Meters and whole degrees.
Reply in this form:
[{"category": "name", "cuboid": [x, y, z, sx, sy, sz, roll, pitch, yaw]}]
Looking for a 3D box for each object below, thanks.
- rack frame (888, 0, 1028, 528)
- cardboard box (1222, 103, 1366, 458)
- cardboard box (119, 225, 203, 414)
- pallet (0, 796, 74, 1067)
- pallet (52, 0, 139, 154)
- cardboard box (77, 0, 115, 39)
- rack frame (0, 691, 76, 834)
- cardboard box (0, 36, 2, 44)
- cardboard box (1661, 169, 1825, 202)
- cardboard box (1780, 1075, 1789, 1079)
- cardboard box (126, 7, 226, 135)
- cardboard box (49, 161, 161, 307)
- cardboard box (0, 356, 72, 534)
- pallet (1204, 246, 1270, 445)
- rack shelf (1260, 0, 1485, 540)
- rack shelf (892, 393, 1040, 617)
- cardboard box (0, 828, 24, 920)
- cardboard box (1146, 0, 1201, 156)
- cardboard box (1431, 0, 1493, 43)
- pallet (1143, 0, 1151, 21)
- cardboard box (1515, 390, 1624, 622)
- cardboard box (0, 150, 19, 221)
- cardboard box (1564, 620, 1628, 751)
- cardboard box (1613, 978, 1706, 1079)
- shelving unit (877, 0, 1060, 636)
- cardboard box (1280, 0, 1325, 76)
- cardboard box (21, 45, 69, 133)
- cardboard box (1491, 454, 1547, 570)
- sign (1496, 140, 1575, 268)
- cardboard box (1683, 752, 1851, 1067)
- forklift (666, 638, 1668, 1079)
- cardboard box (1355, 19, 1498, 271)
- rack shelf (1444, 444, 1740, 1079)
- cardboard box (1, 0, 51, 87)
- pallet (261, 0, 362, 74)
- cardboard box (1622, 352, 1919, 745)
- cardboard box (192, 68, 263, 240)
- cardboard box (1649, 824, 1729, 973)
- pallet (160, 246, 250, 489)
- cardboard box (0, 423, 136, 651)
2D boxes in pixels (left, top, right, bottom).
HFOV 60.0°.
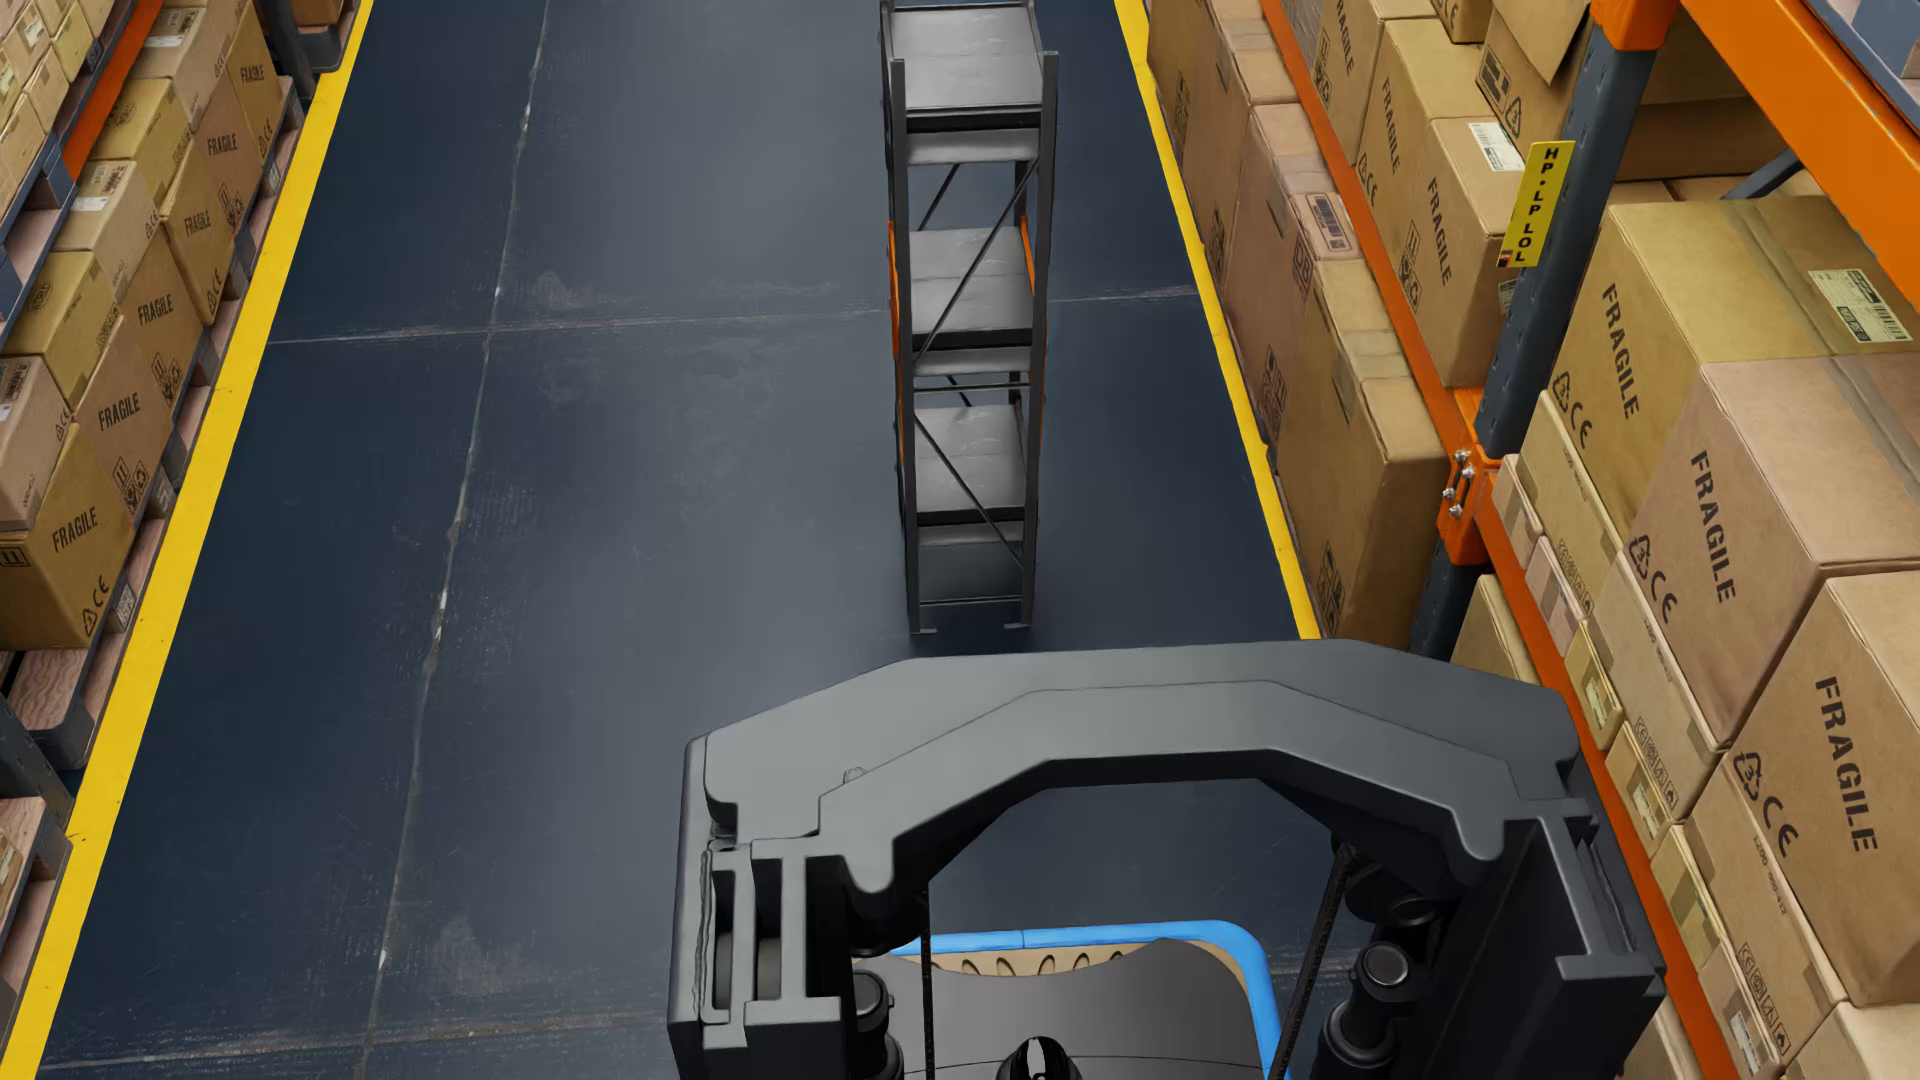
[{"category": "rack frame", "cuboid": [-0.007, -0.779, 5.041, 0.400, 2.100, 0.015, -3, 47, -3]}, {"category": "cardboard box", "cuboid": [1.649, -0.920, 5.730, 1.225, 0.875, 0.875, -5, 47, -5]}, {"category": "cardboard box", "cuboid": [-3.054, -0.766, 5.842, 0.500, 0.500, 0.500, -3, 47, -3]}, {"category": "pallet", "cuboid": [-3.062, 1.273, 4.399, 1.003, 0.211, 1.213, -3, 47, -3]}, {"category": "pallet", "cuboid": [-3.281, -1.568, 5.301, 1.003, 0.211, 1.213, -3, 47, -3]}, {"category": "cardboard box", "cuboid": [-2.860, -1.668, 5.147, 0.380, 0.149, 0.250, -5, 47, -5]}, {"category": "rack frame", "cuboid": [-3.153, -0.170, 3.845, 1.000, 3.000, 0.127, -3, 47, -3]}, {"category": "cardboard box", "cuboid": [-2.794, -1.313, 4.402, 0.380, 0.149, 0.250, -4, 47, -4]}, {"category": "cardboard box", "cuboid": [2.009, -0.780, 4.354, 0.500, 0.500, 0.500, -3, 47, -3]}, {"category": "cardboard box", "cuboid": [1.623, 1.050, 2.862, 0.380, 0.149, 0.250, -5, 47, -4]}, {"category": "cardboard box", "cuboid": [-3.116, -1.763, 6.270, 0.500, 0.250, 0.500, -3, 47, -3]}, {"category": "cardboard box", "cuboid": [-3.037, -1.018, 5.564, 0.500, 0.250, 0.500, -2, 47, -2]}, {"category": "cardboard box", "cuboid": [-2.952, -0.263, 4.849, 0.500, 0.250, 0.500, -5, 47, -5]}, {"category": "pallet", "cuboid": [1.553, -0.878, 6.436, 1.003, 0.211, 1.213, -3, 47, -3]}, {"category": "rack shelf", "cuboid": [1.631, -1.598, 5.693, 1.077, 0.370, 4.000, -3, 47, -3]}, {"category": "rack shelf", "cuboid": [0.014, -0.112, 5.392, 0.431, 0.518, 0.480, -3, 47, -3]}, {"category": "cardboard box", "cuboid": [-2.781, 0.929, 4.478, 0.380, 0.149, 0.250, -3, 47, -3]}, {"category": "cardboard box", "cuboid": [1.500, -2.205, 6.947, 1.225, 0.875, 0.875, -5, 47, -5]}, {"category": "cardboard box", "cuboid": [1.690, -1.736, 4.569, 0.797, 0.503, 0.637, -3, 47, -3]}, {"category": "pallet", "cuboid": [1.399, -2.899, 8.350, 1.003, 0.211, 1.213, -3, 47, -3]}, {"category": "cardboard box", "cuboid": [1.576, -0.093, 3.670, 0.500, 0.250, 0.500, -4, 47, -4]}, {"category": "cardboard box", "cuboid": [-2.774, -0.922, 4.441, 0.380, 0.149, 0.250, -3, 47, -3]}, {"category": "cardboard box", "cuboid": [1.536, 0.303, 3.570, 0.380, 0.149, 0.250, -2, 47, -2]}, {"category": "cardboard box", "cuboid": [1.849, 1.322, 3.606, 0.875, 0.875, 0.875, -3, 47, -3]}, {"category": "shelving unit", "cuboid": [0.014, -0.602, 4.874, 0.431, 2.100, 0.503, -3, 47, -3]}, {"category": "cardboard box", "cuboid": [1.364, -1.853, 5.370, 0.500, 0.500, 0.500, -3, 47, -3]}, {"category": "cardboard box", "cuboid": [-2.815, -1.288, 4.788, 0.380, 0.149, 0.250, -5, 47, -5]}, {"category": "cardboard box", "cuboid": [1.491, -0.077, 3.930, 0.380, 0.149, 0.250, -3, 47, -3]}, {"category": "sign", "cuboid": [1.258, -0.729, 3.632, 0.100, 0.325, 0.005, -3, 47, -3]}, {"category": "cardboard box", "cuboid": [1.662, 0.642, 2.975, 0.500, 0.250, 0.500, -2, 47, -2]}, {"category": "forklift", "cuboid": [0.220, 1.623, 2.194, 1.130, 2.935, 3.031, -3, 47, -2]}, {"category": "cardboard box", "cuboid": [1.452, -1.113, 4.669, 0.500, 0.500, 0.500, -2, 47, -2]}, {"category": "rack shelf", "cuboid": [1.965, 1.296, 2.952, 1.077, 0.370, 4.000, -3, 47, -3]}, {"category": "cardboard box", "cuboid": [-2.820, -1.400, 4.689, 0.380, 0.149, 0.250, -2, 47, -2]}, {"category": "pallet", "cuboid": [-3.479, -2.680, 8.143, 1.003, 0.211, 1.213, -3, 47, -3]}, {"category": "cardboard box", "cuboid": [1.617, 0.012, 3.054, 0.500, 0.500, 0.500, -3, 47, -3]}, {"category": "cardboard box", "cuboid": [-3.133, -1.512, 6.549, 0.500, 0.500, 0.500, -2, 47, -2]}, {"category": "cardboard box", "cuboid": [1.581, 0.678, 3.215, 0.380, 0.149, 0.250, -4, 47, -4]}, {"category": "pallet", "cuboid": [-3.325, -0.659, 6.229, 1.003, 0.211, 1.213, -3, 47, -3]}, {"category": "cardboard box", "cuboid": [-2.951, -0.005, 5.121, 0.500, 0.500, 0.500, -2, 47, -2]}]
